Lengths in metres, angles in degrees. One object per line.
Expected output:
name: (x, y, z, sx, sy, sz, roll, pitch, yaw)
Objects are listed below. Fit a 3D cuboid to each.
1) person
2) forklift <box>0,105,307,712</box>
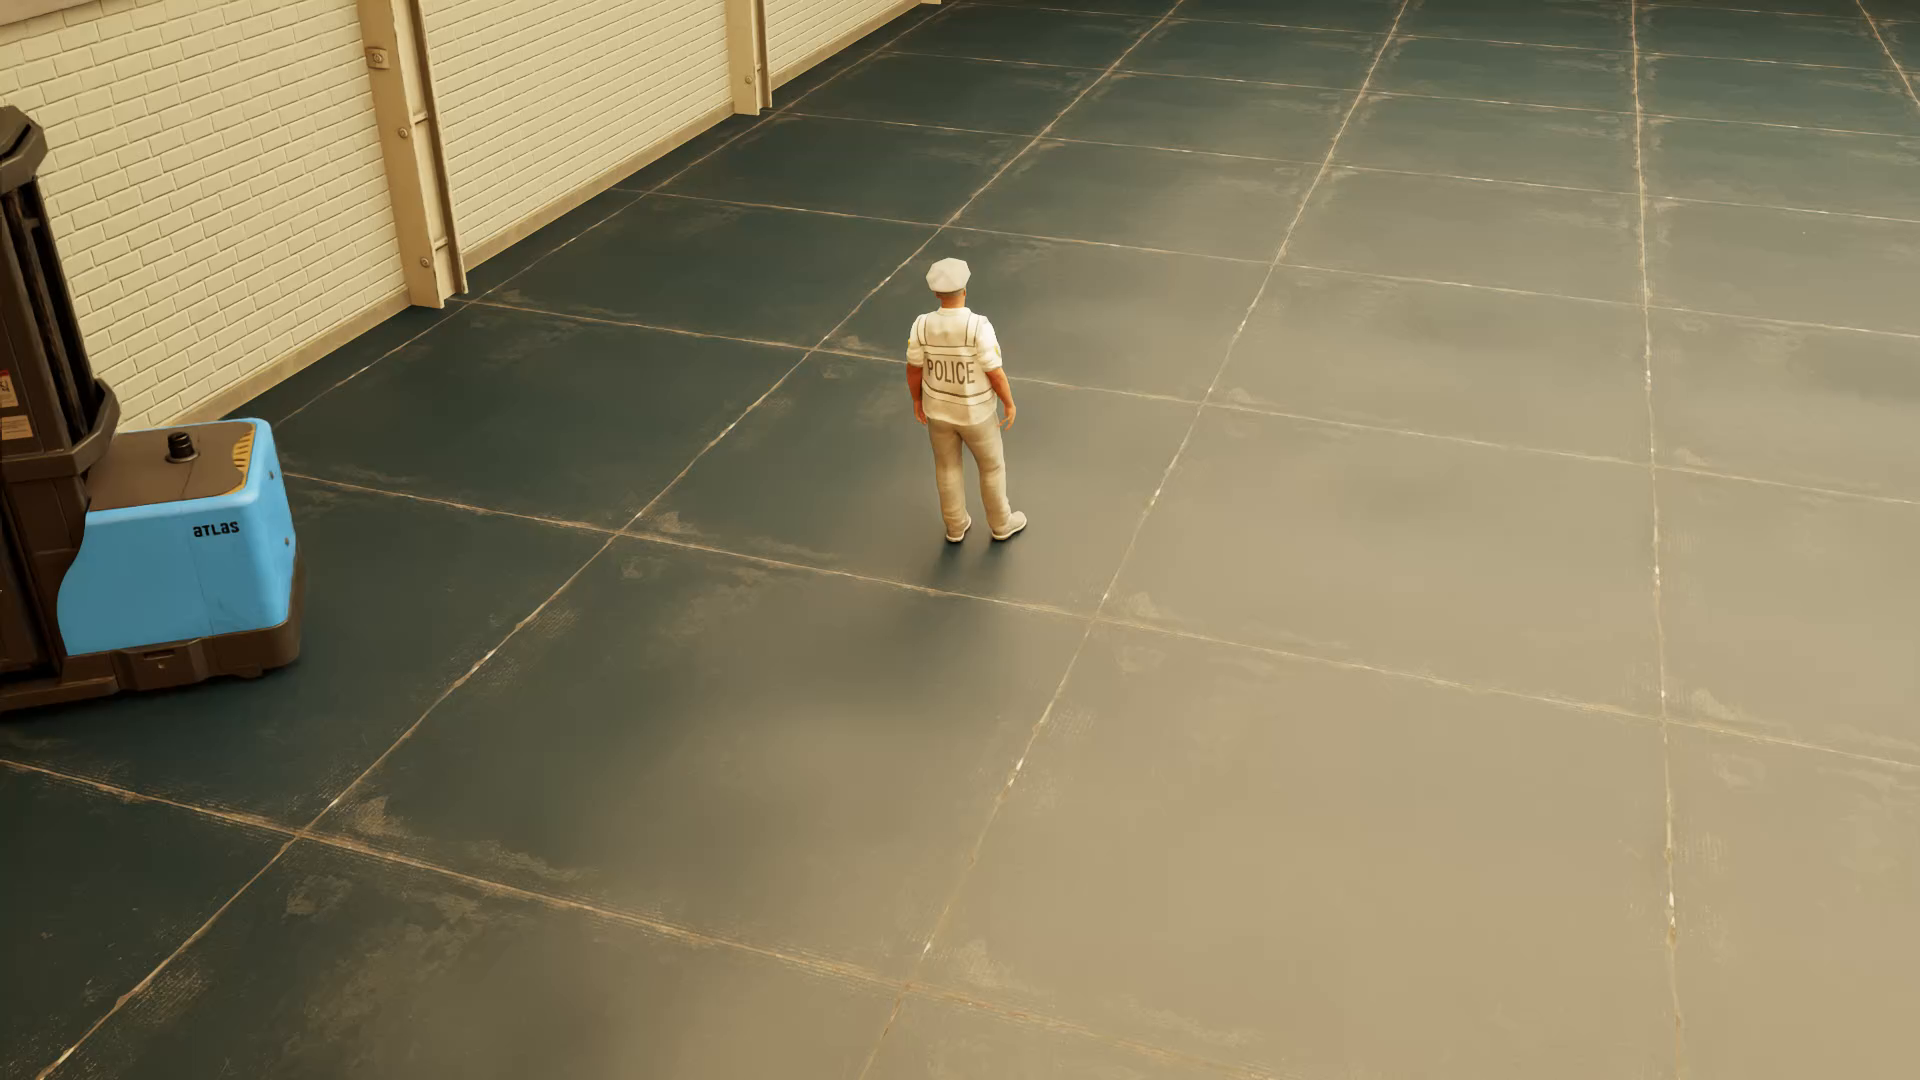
person: (0.037, -0.813, 9.712, 0.640, 1.777, 0.575, 10, 31, 16)
forklift: (-5.102, -0.595, 8.180, 3.031, 2.935, 1.130, -8, 31, -14)
